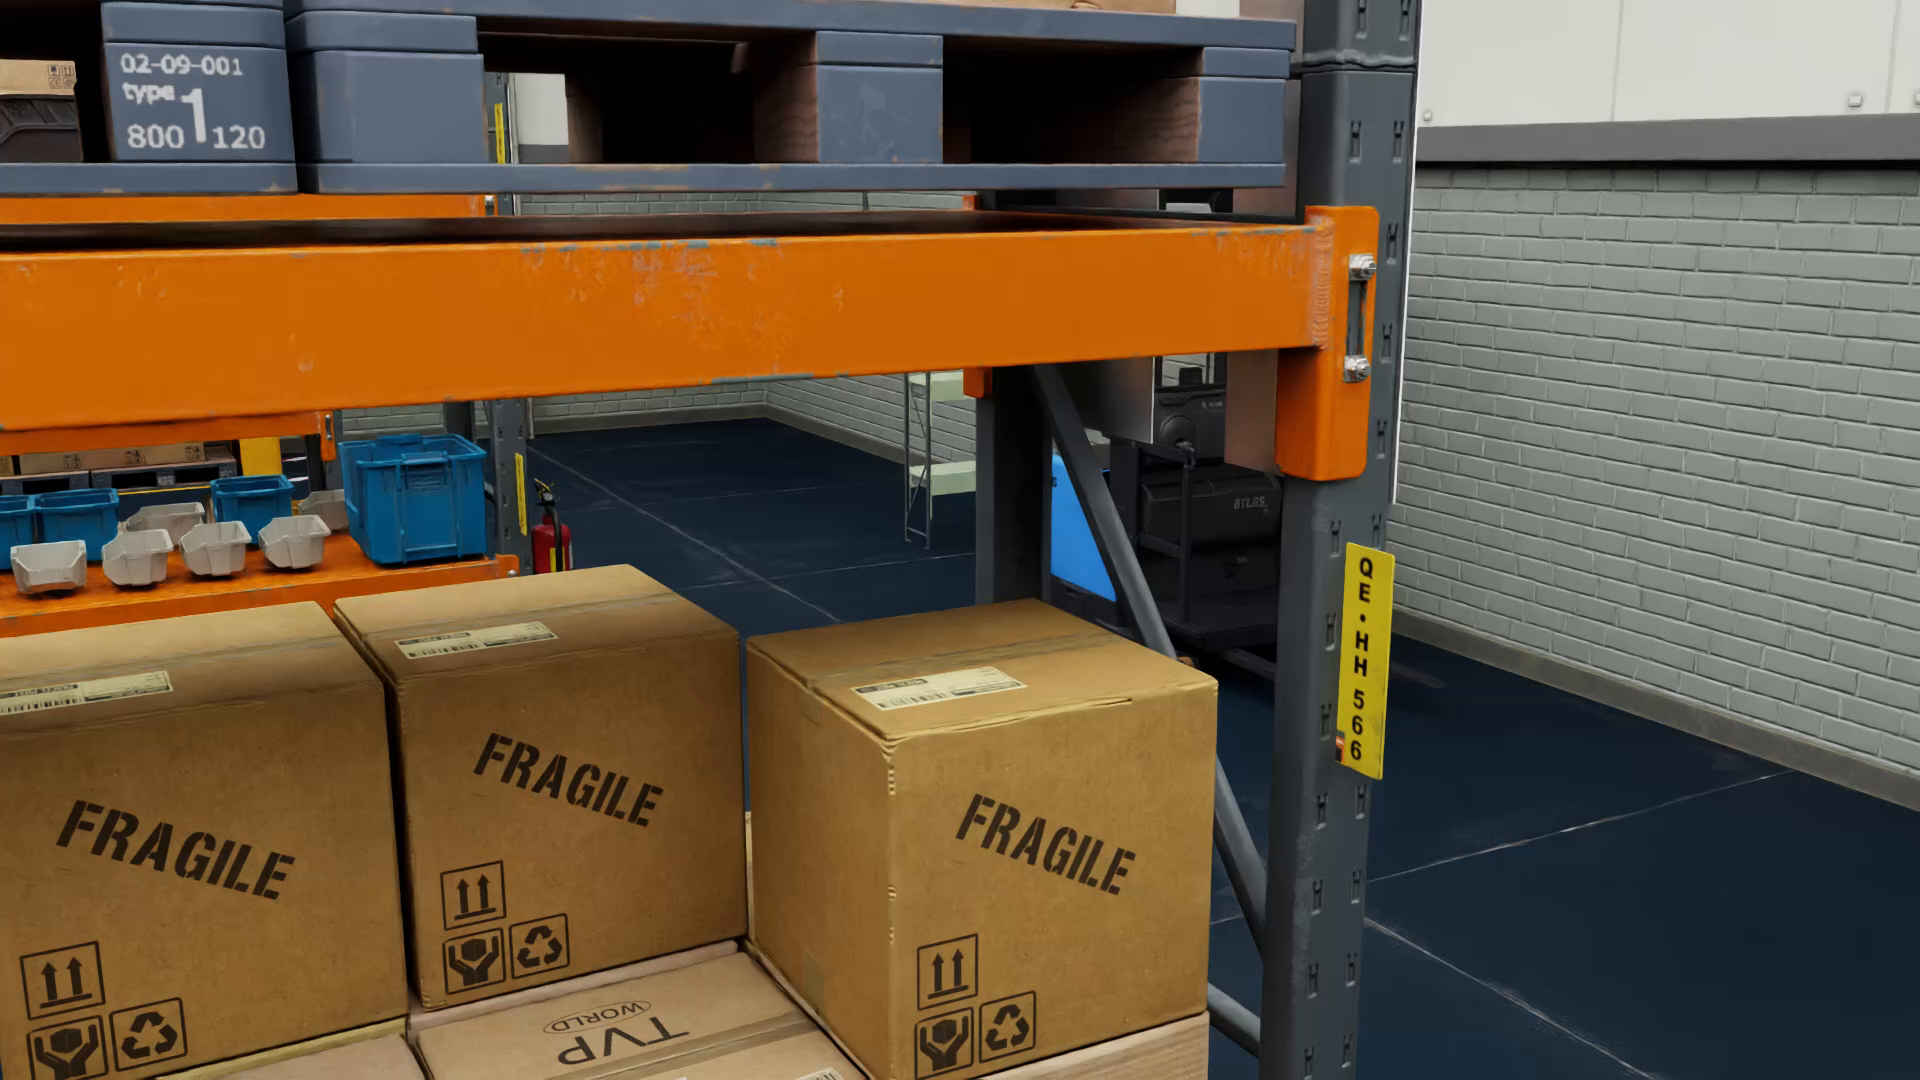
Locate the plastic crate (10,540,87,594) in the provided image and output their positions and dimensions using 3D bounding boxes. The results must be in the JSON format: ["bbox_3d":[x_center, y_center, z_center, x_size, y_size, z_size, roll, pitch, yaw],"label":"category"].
[{"bbox_3d":[-3.428,0.107,6.268,0.250,0.136,0.298,-7,14,-28],"label":"plastic crate"}]

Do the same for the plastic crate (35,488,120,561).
[{"bbox_3d":[-3.584,-0.056,6.773,0.300,0.233,0.416,-7,14,-28],"label":"plastic crate"}]

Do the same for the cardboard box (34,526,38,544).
[{"bbox_3d":[-6.288,0.061,10.692,0.637,0.503,0.797,-7,14,-28],"label":"cardboard box"}]

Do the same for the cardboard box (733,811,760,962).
[{"bbox_3d":[-0.231,0.671,2.959,0.500,0.250,0.500,-7,15,-29],"label":"cardboard box"}]

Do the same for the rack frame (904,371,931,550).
[{"bbox_3d":[-0.327,-0.692,12.770,0.023,1.500,0.400,-7,14,-28],"label":"rack frame"}]

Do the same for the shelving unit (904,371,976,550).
[{"bbox_3d":[-0.006,-0.731,12.941,0.755,1.500,0.431,-7,14,-28],"label":"shelving unit"}]

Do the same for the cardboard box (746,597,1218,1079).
[{"bbox_3d":[0.018,0.409,2.417,0.500,0.500,0.500,-7,14,-27],"label":"cardboard box"}]

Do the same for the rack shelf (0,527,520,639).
[{"bbox_3d":[-3.809,0.351,6.354,4.000,0.370,1.077,-7,14,-28],"label":"rack shelf"}]

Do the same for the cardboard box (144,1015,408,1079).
[{"bbox_3d":[-1.127,0.779,2.479,0.500,0.250,0.500,-7,15,-30],"label":"cardboard box"}]

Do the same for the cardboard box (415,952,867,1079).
[{"bbox_3d":[-0.424,0.828,2.262,0.500,0.250,0.500,-7,15,-29],"label":"cardboard box"}]

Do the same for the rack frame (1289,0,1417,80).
[{"bbox_3d":[0.320,-2.182,2.310,0.127,3.000,1.000,-7,14,-28],"label":"rack frame"}]

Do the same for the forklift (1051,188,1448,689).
[{"bbox_3d":[1.590,-0.713,9.603,1.130,2.935,3.031,-6,14,-25],"label":"forklift"}]

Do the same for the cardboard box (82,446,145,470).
[{"bbox_3d":[-7.806,-0.959,15.275,0.500,0.500,0.700,-7,14,-28],"label":"cardboard box"}]

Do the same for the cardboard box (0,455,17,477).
[{"bbox_3d":[-8.712,-0.848,14.784,0.500,0.500,0.700,-6,14,-27],"label":"cardboard box"}]

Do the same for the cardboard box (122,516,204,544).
[{"bbox_3d":[-5.476,0.017,11.462,0.500,0.250,0.500,-7,14,-28],"label":"cardboard box"}]

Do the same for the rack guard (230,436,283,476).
[{"bbox_3d":[-6.779,-0.902,15.979,0.348,0.500,1.175,-7,14,-28],"label":"rack guard"}]

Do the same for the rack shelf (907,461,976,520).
[{"bbox_3d":[-0.006,-0.413,13.013,0.720,0.370,0.431,-7,14,-28],"label":"rack shelf"}]

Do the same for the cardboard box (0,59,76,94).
[{"bbox_3d":[-5.734,-2.998,10.262,0.500,0.500,0.700,-7,14,-28],"label":"cardboard box"}]

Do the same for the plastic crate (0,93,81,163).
[{"bbox_3d":[-3.526,-1.535,6.409,0.767,0.338,0.504,-7,14,-28],"label":"plastic crate"}]

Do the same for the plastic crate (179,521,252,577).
[{"bbox_3d":[-2.944,0.038,6.573,0.243,0.136,0.396,-7,14,-28],"label":"plastic crate"}]

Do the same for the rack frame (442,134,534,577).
[{"bbox_3d":[-2.054,-0.210,7.210,0.127,3.000,1.000,-7,14,-28],"label":"rack frame"}]

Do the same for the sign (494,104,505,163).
[{"bbox_3d":[-1.776,-1.518,6.429,0.005,0.325,0.100,-7,14,-28],"label":"sign"}]

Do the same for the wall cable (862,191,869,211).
[{"bbox_3d":[-1.665,-4.057,17.714,0.112,2.526,3.097,-7,14,-28],"label":"wall cable"}]

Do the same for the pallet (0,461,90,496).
[{"bbox_3d":[-8.534,-0.532,14.993,1.213,0.211,1.003,-7,14,-28],"label":"pallet"}]

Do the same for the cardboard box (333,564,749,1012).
[{"bbox_3d":[-0.670,0.358,2.643,0.500,0.500,0.500,-7,15,-29],"label":"cardboard box"}]

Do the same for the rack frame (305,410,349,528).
[{"bbox_3d":[-4.424,-1.165,11.453,0.127,3.000,1.000,-7,14,-28],"label":"rack frame"}]

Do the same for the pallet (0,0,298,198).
[{"bbox_3d":[-1.399,-0.466,1.719,1.213,0.211,1.003,-7,14,-28],"label":"pallet"}]

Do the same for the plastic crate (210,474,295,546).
[{"bbox_3d":[-3.006,-0.126,7.080,0.300,0.233,0.416,-7,14,-28],"label":"plastic crate"}]

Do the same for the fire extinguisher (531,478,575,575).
[{"bbox_3d":[-1.703,0.081,6.941,0.183,0.674,0.296,-7,14,-28],"label":"fire extinguisher"}]

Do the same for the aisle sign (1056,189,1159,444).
[{"bbox_3d":[0.239,-0.589,2.974,0.004,0.787,0.394,-7,14,-28],"label":"aisle sign"}]

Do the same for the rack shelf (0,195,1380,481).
[{"bbox_3d":[-1.436,-0.157,1.783,4.000,0.370,1.077,-7,14,-28],"label":"rack shelf"}]
